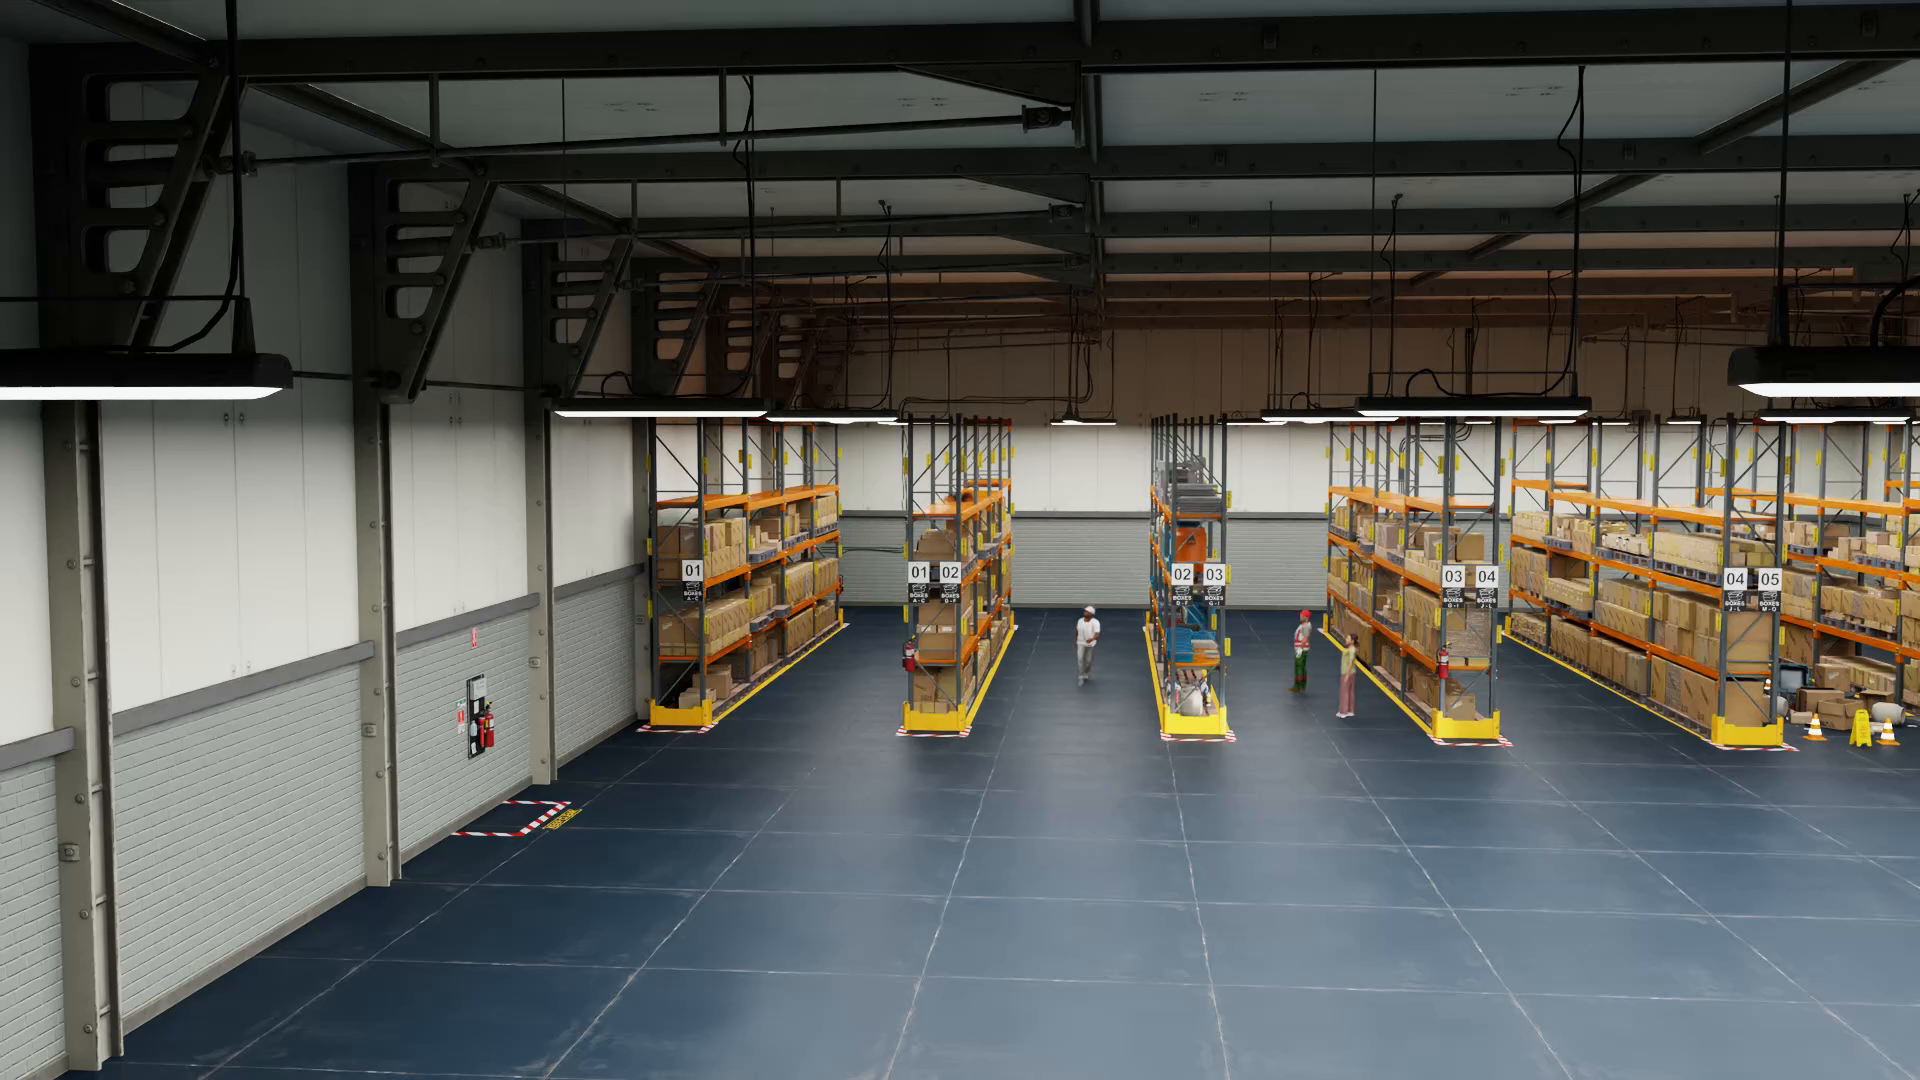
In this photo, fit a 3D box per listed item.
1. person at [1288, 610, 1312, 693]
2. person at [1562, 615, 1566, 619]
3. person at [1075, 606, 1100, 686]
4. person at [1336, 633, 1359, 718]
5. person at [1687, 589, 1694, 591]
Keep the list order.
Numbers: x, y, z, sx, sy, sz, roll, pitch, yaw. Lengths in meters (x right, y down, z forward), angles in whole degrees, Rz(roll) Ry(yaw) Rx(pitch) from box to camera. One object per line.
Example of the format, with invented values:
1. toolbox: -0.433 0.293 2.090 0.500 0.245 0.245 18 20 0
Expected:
1. person: 7.375 2.405 36.063 0.502 1.786 0.622 1 4 19
2. person: 17.942 1.542 49.046 0.563 1.805 0.472 1 4 14
3. person: 2.859 2.361 37.344 0.557 1.737 1.003 0 4 4
4. person: 7.685 2.678 32.954 0.411 1.682 0.473 2 4 29
5. person: 18.471 1.998 42.324 0.520 1.810 0.620 2 4 24
